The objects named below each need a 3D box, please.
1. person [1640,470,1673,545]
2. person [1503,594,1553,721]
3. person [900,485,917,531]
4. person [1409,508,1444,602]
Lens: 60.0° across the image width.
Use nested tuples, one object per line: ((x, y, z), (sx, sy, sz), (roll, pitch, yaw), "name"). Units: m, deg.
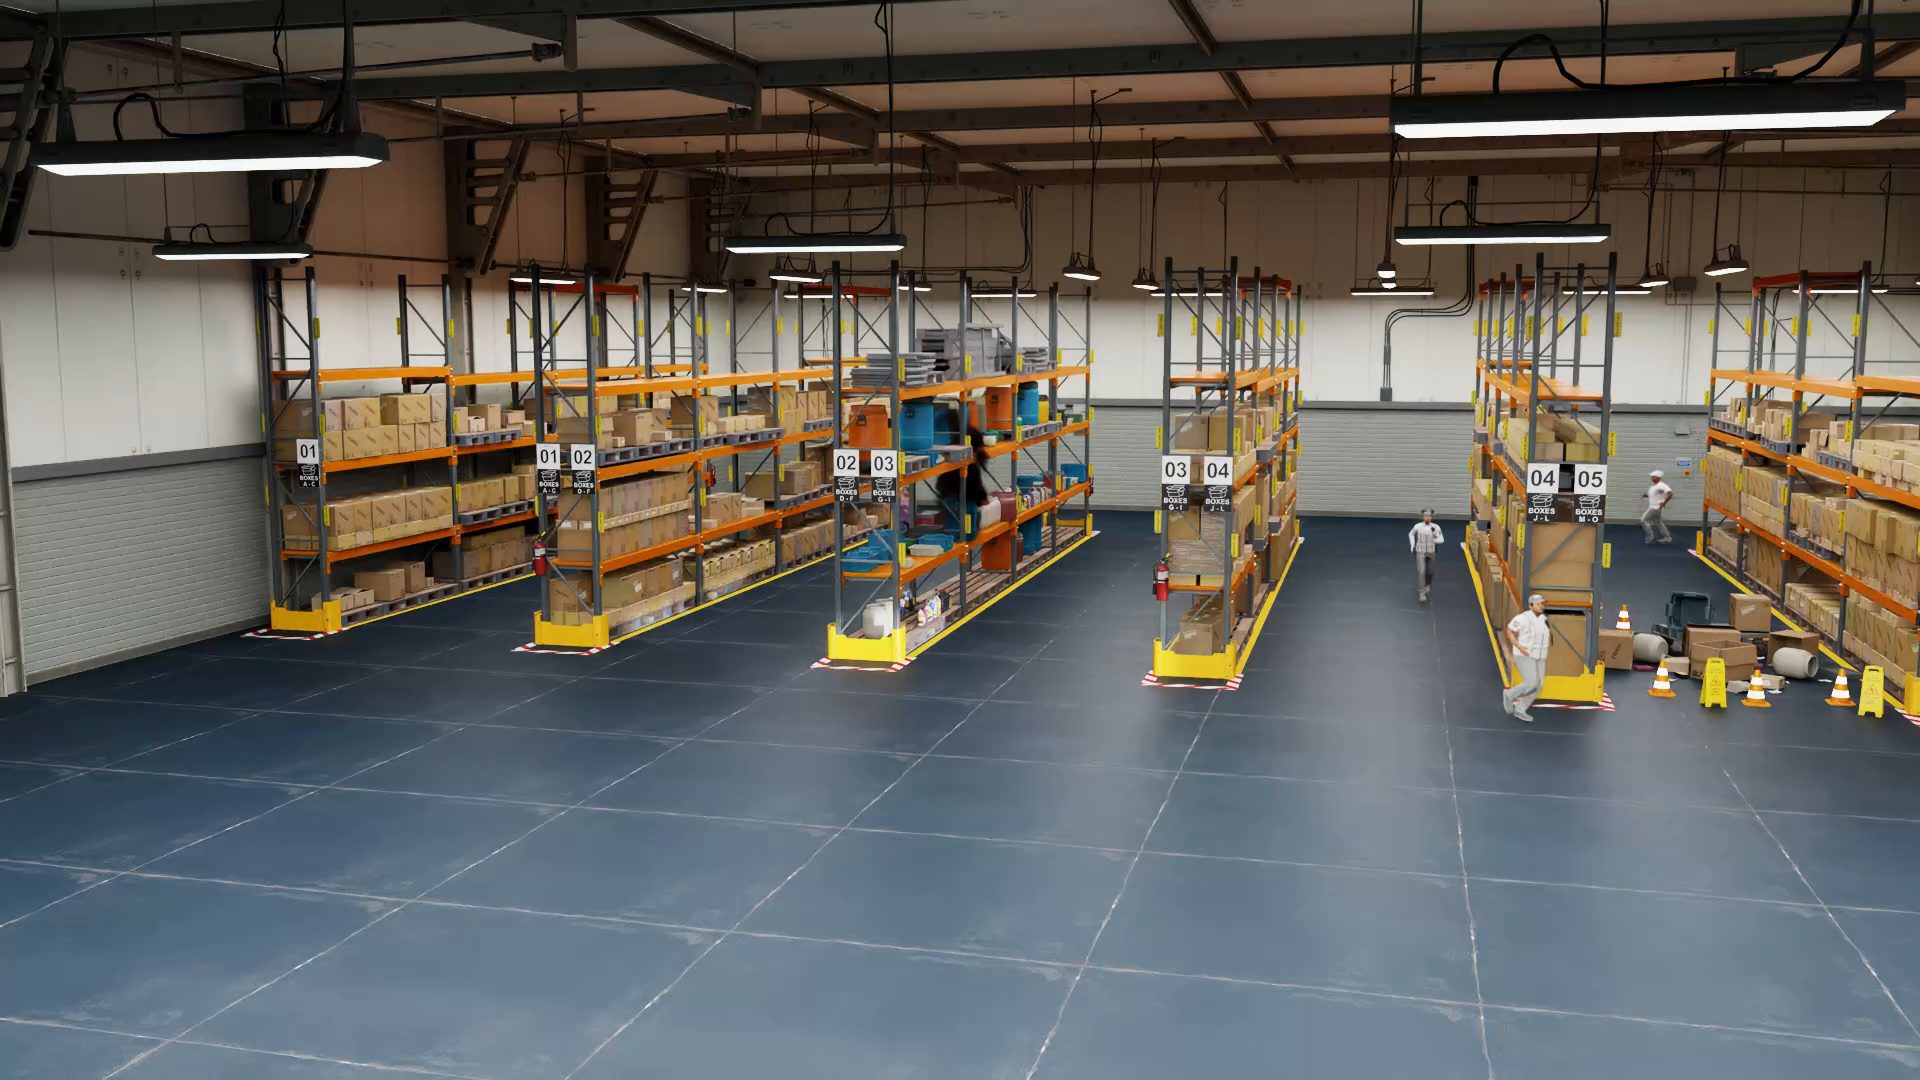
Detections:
((16.111, -0.721, 38.427), (0.721, 1.791, 0.763), (2, 8, 18), "person")
((7.344, 1.504, 21.363), (0.637, 1.625, 0.510), (-4, 8, -27), "person")
((-1.183, -0.381, 36.215), (0.498, 1.637, 0.781), (0, 7, 3), "person")
((8.612, 0.244, 30.752), (0.591, 1.684, 0.939), (1, 7, 11), "person")
